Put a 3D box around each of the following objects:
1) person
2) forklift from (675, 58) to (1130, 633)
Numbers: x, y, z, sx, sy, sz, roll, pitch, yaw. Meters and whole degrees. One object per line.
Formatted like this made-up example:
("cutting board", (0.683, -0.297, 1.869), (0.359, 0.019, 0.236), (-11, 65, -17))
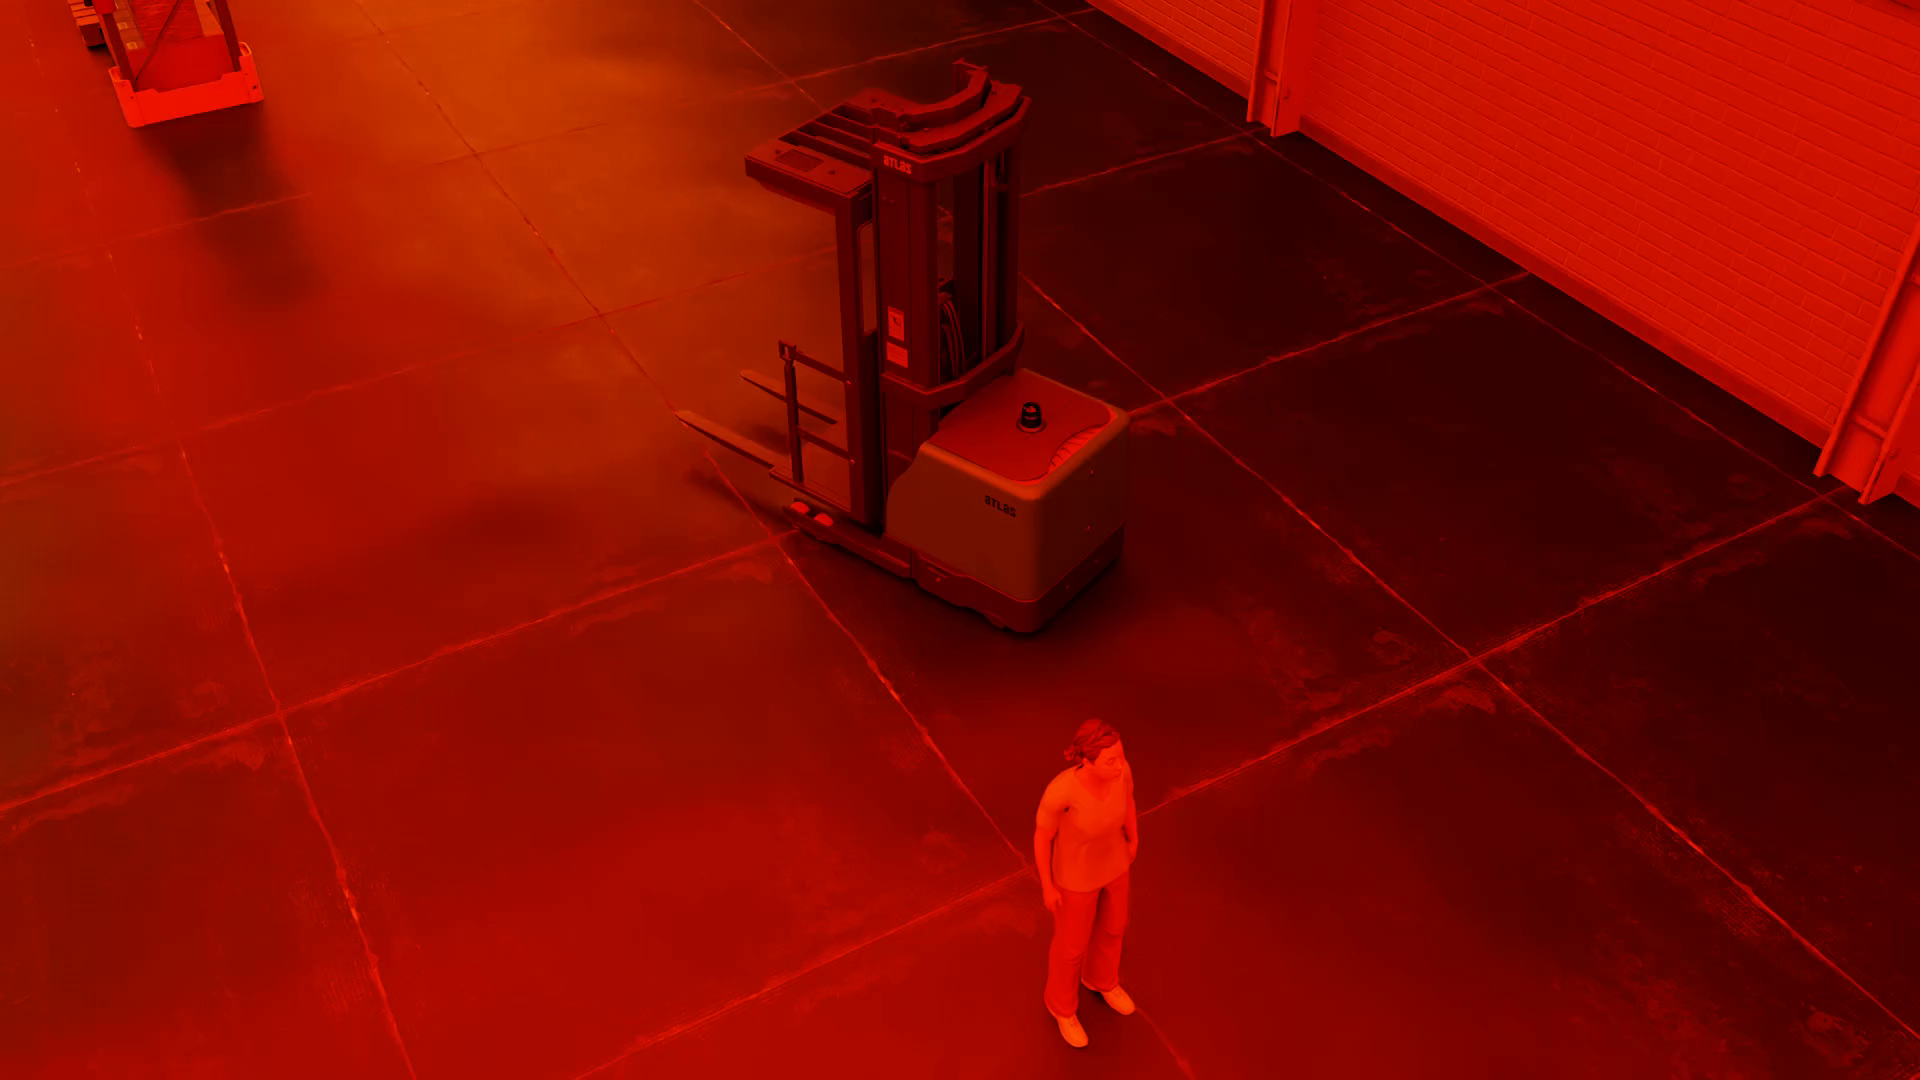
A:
("person", (0.597, 1.475, 7.256), (0.538, 1.676, 0.493), (-23, 45, -25))
("forklift", (-0.481, -1.366, 9.683), (3.031, 2.935, 1.130), (26, 46, 28))
